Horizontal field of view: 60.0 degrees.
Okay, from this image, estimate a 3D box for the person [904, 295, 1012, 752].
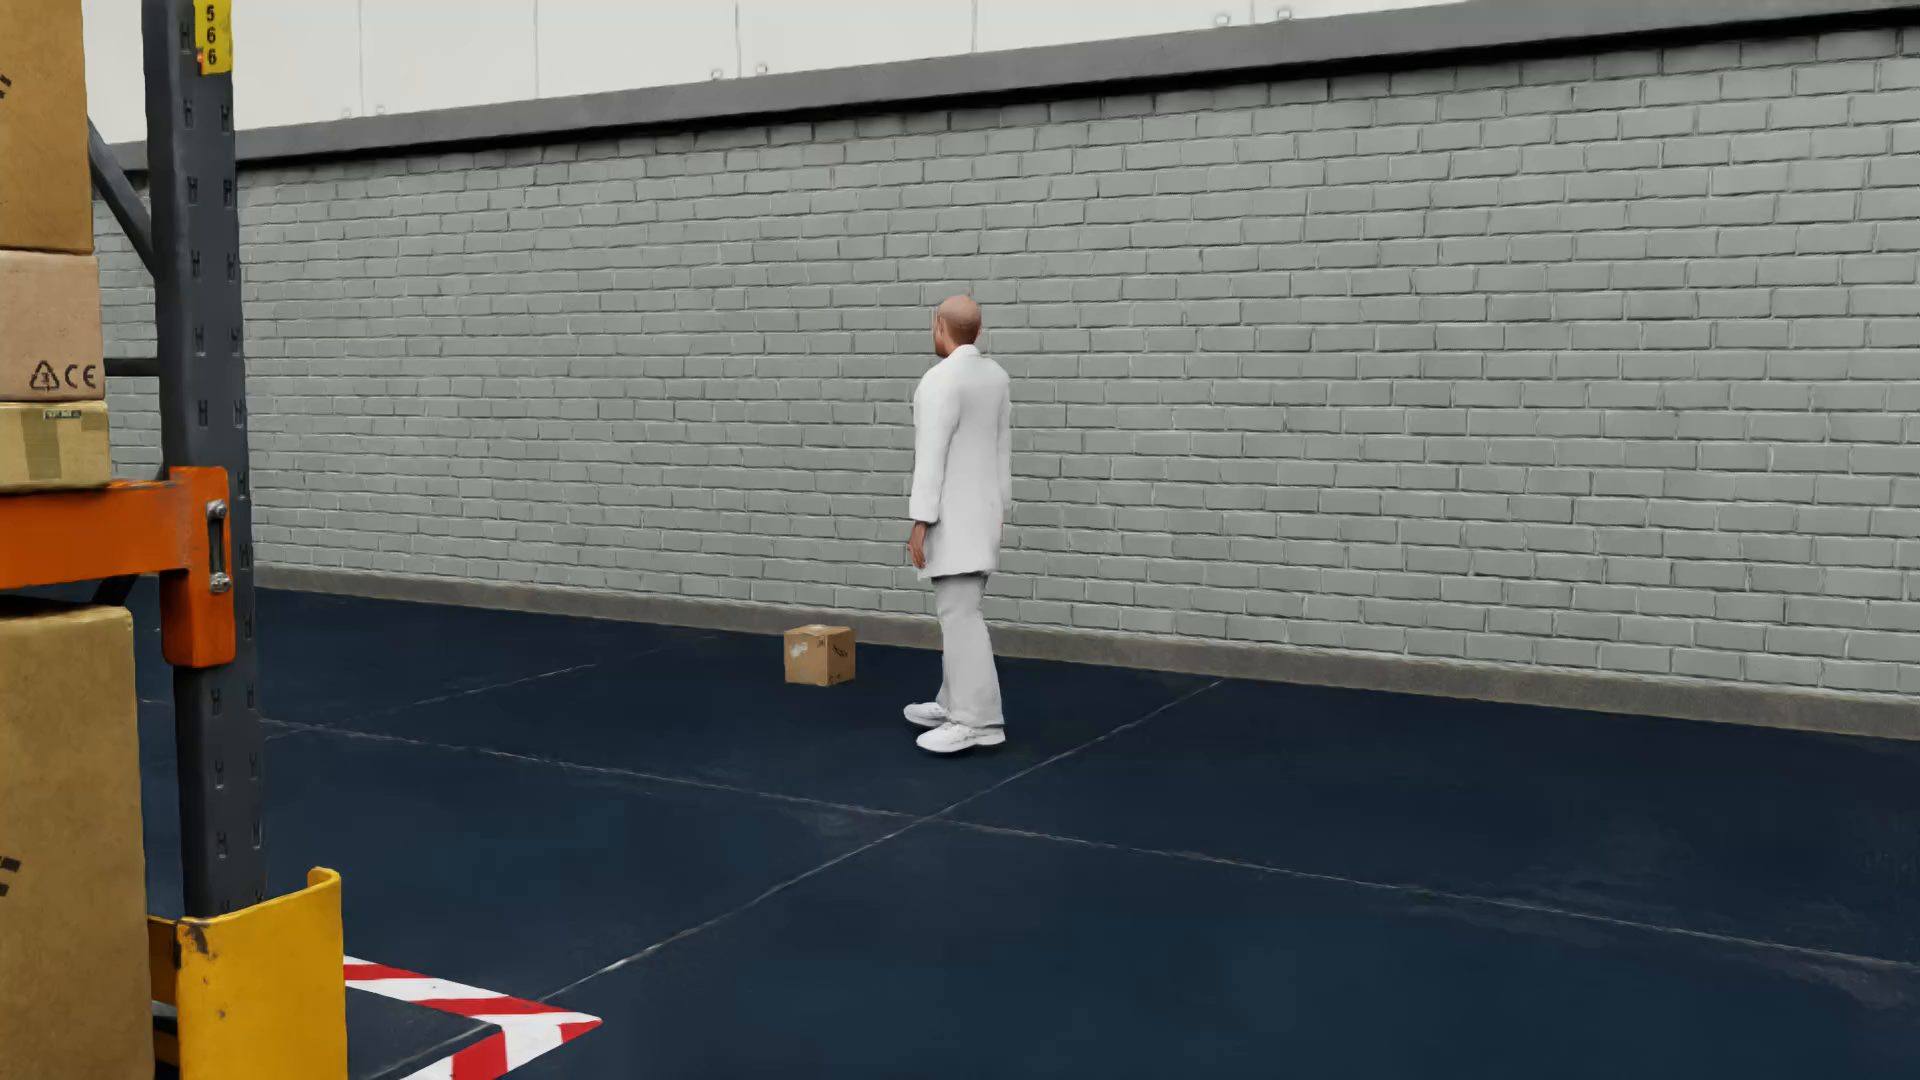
[{"bbox_3d":[-0.037,-0.086,6.683,0.574,1.781,0.700,3,6,25],"label":"person"}]
